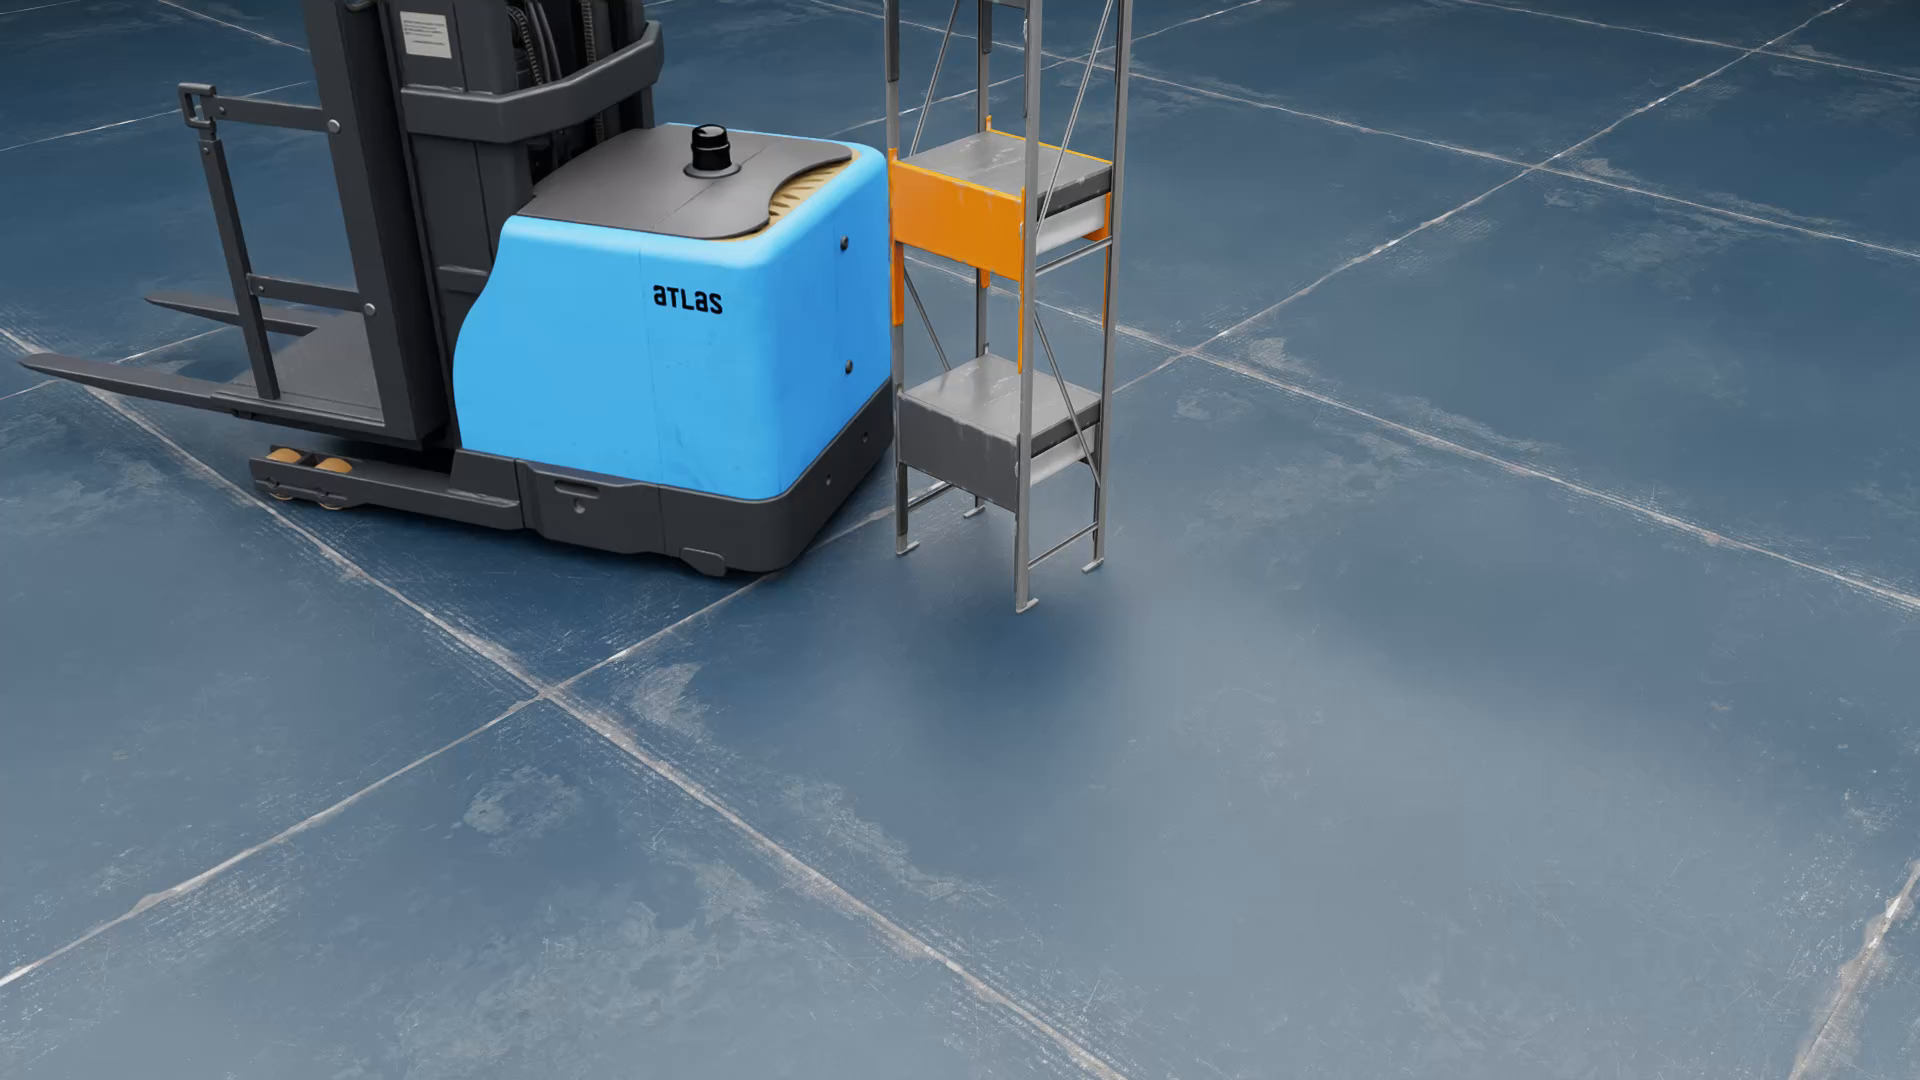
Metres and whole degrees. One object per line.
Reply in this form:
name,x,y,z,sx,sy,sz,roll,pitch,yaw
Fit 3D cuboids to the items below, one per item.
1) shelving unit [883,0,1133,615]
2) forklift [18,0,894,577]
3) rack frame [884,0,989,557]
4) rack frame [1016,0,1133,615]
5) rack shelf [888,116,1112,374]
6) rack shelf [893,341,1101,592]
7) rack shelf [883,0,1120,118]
shelving unit,0.123,-0.842,4.613,0.503,2.100,0.431,25,39,35
forklift,-1.787,-1.597,5.061,3.031,2.935,1.130,10,33,17
rack frame,-0.058,-0.927,4.754,0.015,2.100,0.400,25,39,35
rack frame,0.304,-0.758,4.473,0.015,2.100,0.400,25,39,35
rack shelf,0.123,-0.831,4.620,0.480,0.518,0.431,25,39,35
rack shelf,0.123,-0.231,4.981,0.480,0.518,0.431,25,39,35
rack shelf,0.123,-1.430,4.259,0.480,0.518,0.431,25,39,35
